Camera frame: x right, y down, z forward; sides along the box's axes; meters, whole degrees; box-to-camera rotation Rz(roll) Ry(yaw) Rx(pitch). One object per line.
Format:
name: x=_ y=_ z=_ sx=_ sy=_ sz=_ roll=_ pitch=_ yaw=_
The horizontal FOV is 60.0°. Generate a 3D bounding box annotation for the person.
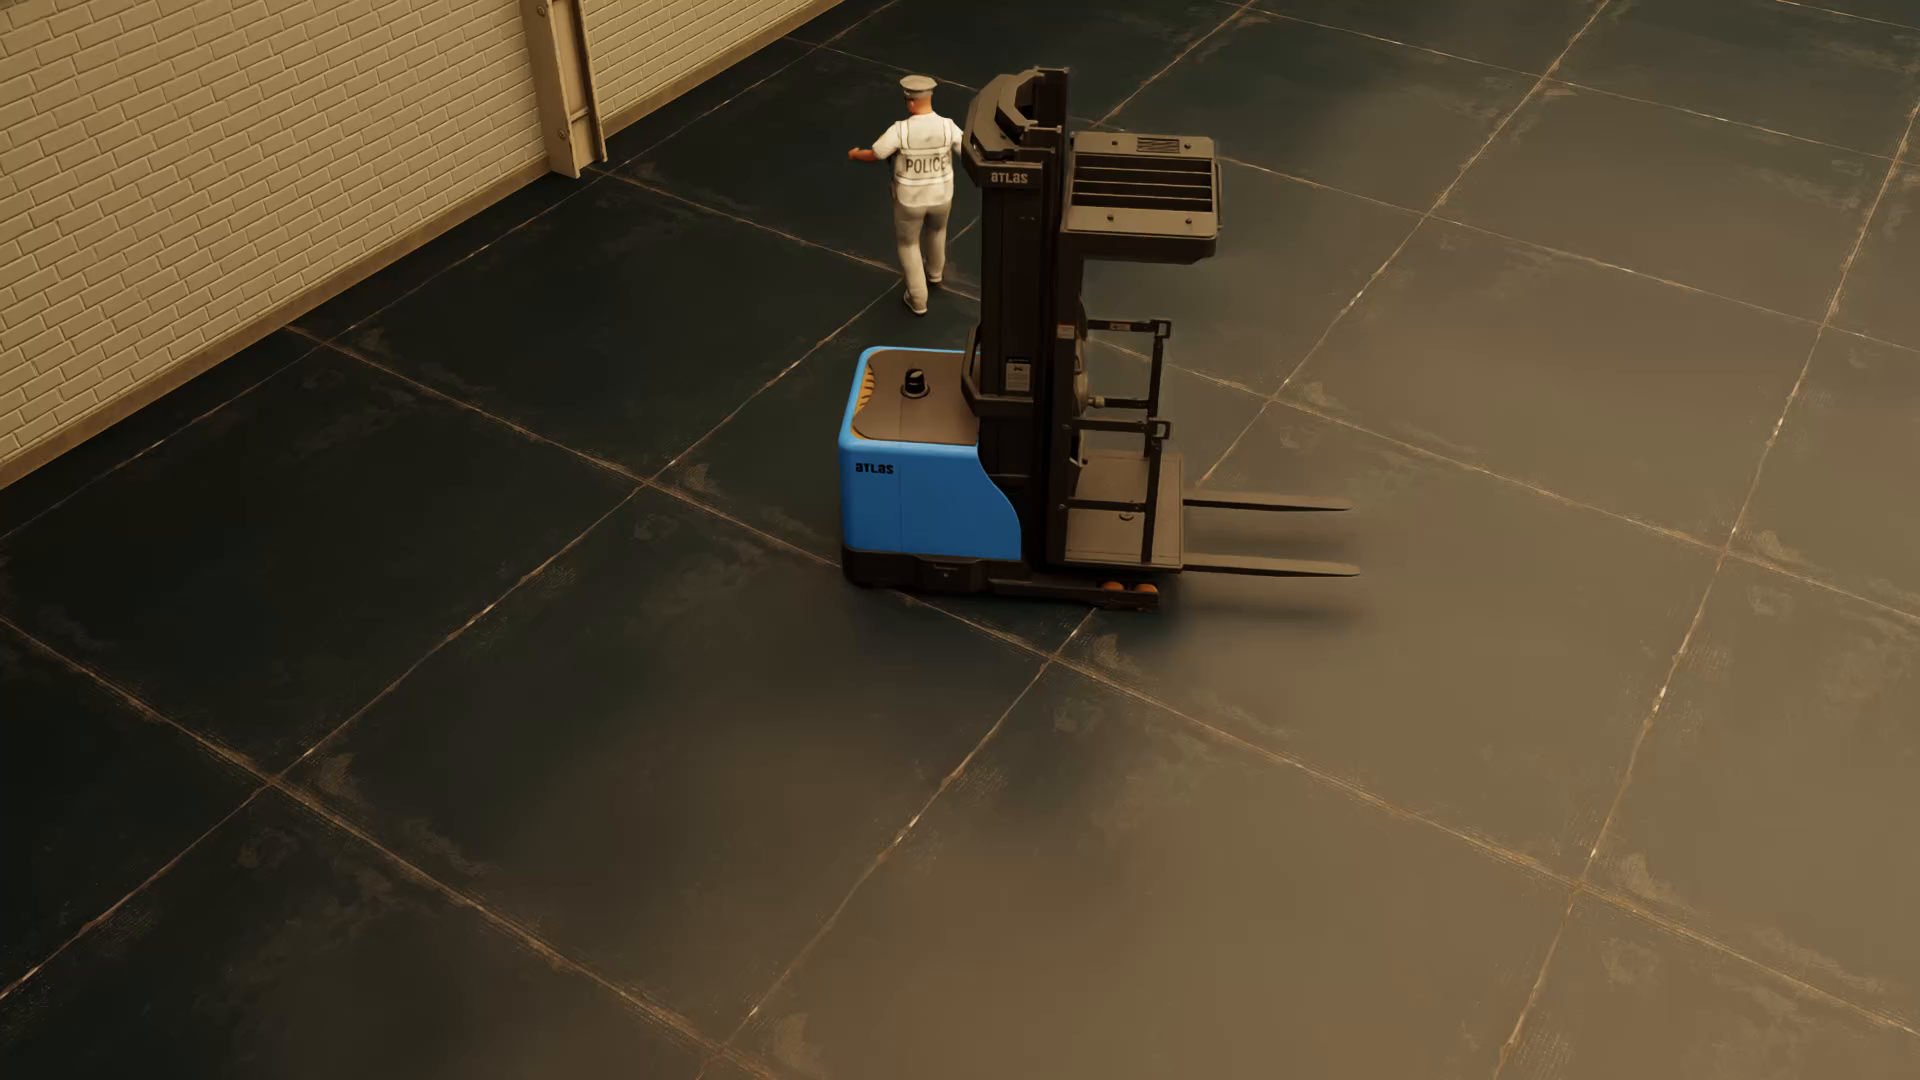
person: x=-0.256 y=-2.509 z=11.902 sx=1.011 sy=1.756 sz=0.701 roll=-9 pitch=41 yaw=-11

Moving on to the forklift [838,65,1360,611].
forklift: x=0.852 y=-1.063 z=9.221 sx=3.031 sy=2.935 sz=1.130 roll=4 pitch=40 yaw=4
